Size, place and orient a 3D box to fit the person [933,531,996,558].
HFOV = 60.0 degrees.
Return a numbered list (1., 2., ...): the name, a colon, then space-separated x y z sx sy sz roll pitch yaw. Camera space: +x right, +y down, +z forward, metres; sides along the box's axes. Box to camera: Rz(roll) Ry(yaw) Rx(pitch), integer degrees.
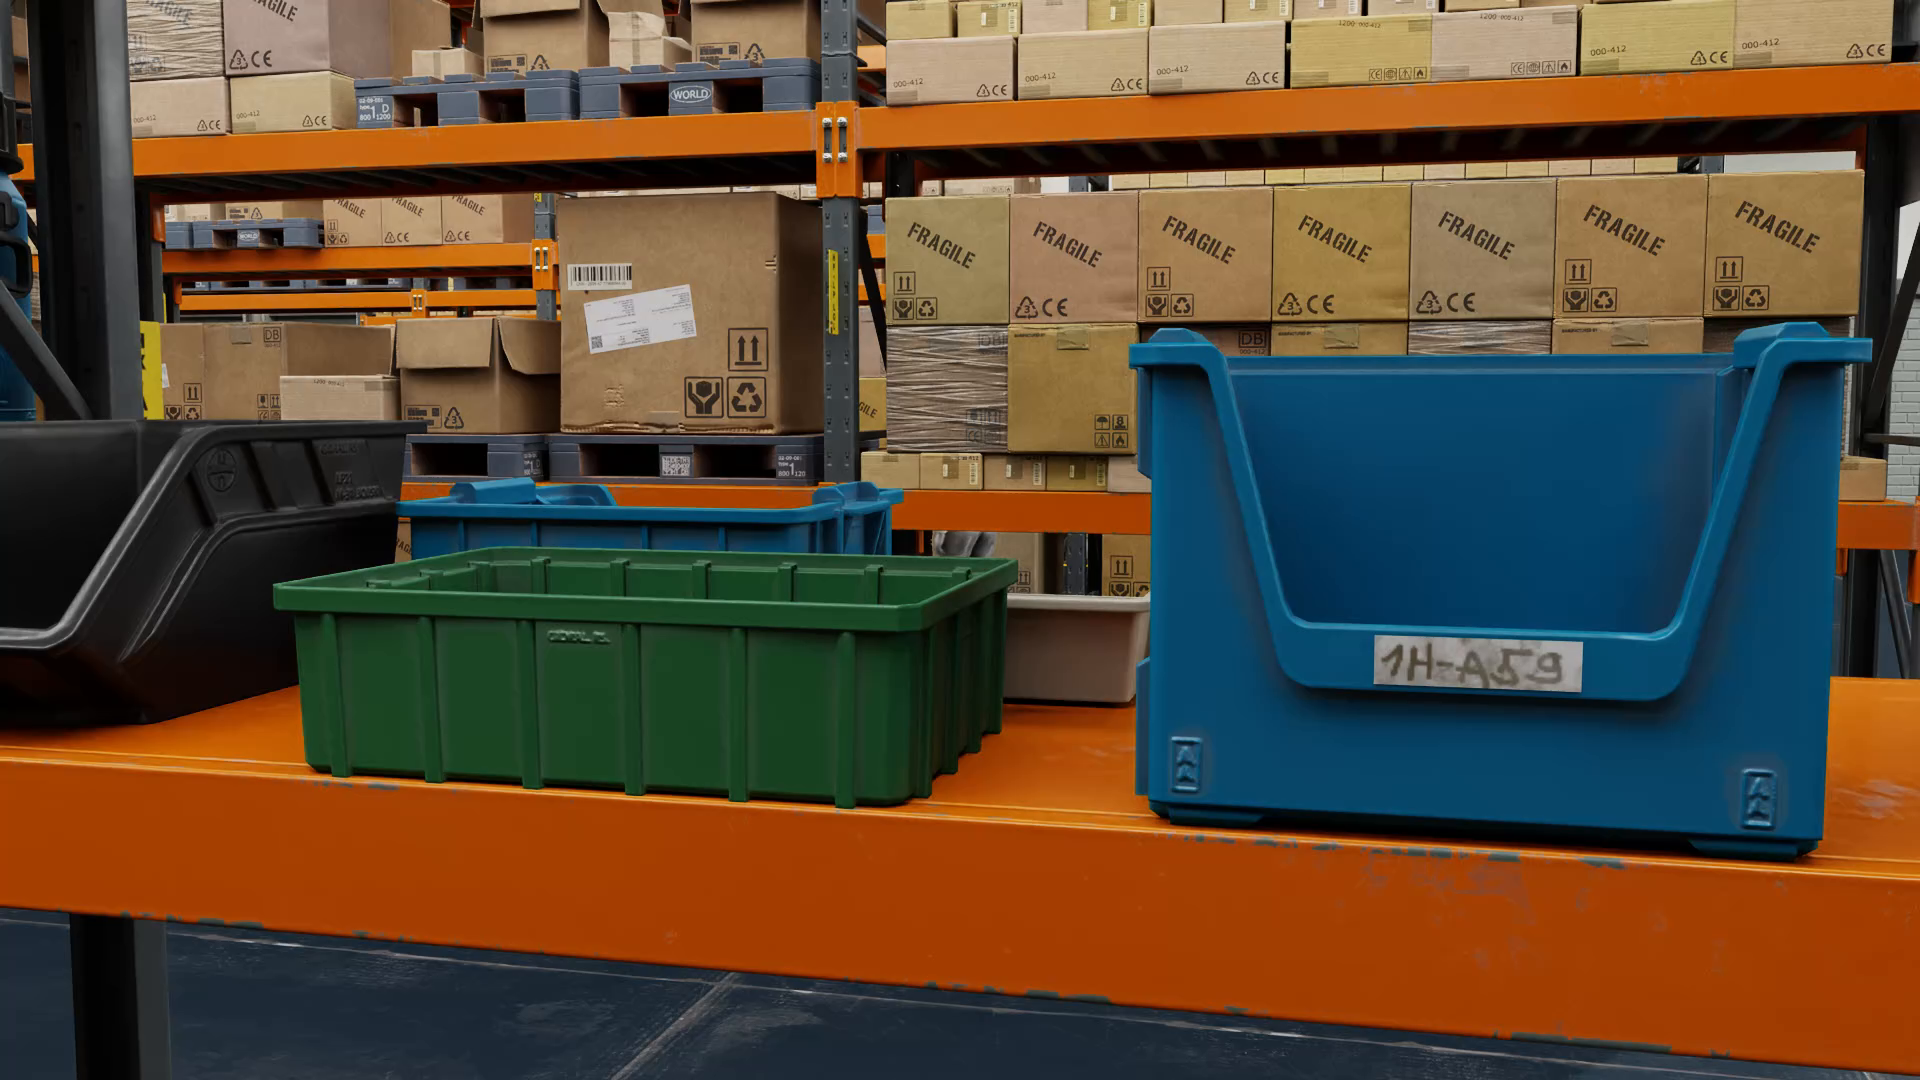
1. person: 0.032 -0.049 10.373 0.469 1.663 0.328 -4 7 -42
